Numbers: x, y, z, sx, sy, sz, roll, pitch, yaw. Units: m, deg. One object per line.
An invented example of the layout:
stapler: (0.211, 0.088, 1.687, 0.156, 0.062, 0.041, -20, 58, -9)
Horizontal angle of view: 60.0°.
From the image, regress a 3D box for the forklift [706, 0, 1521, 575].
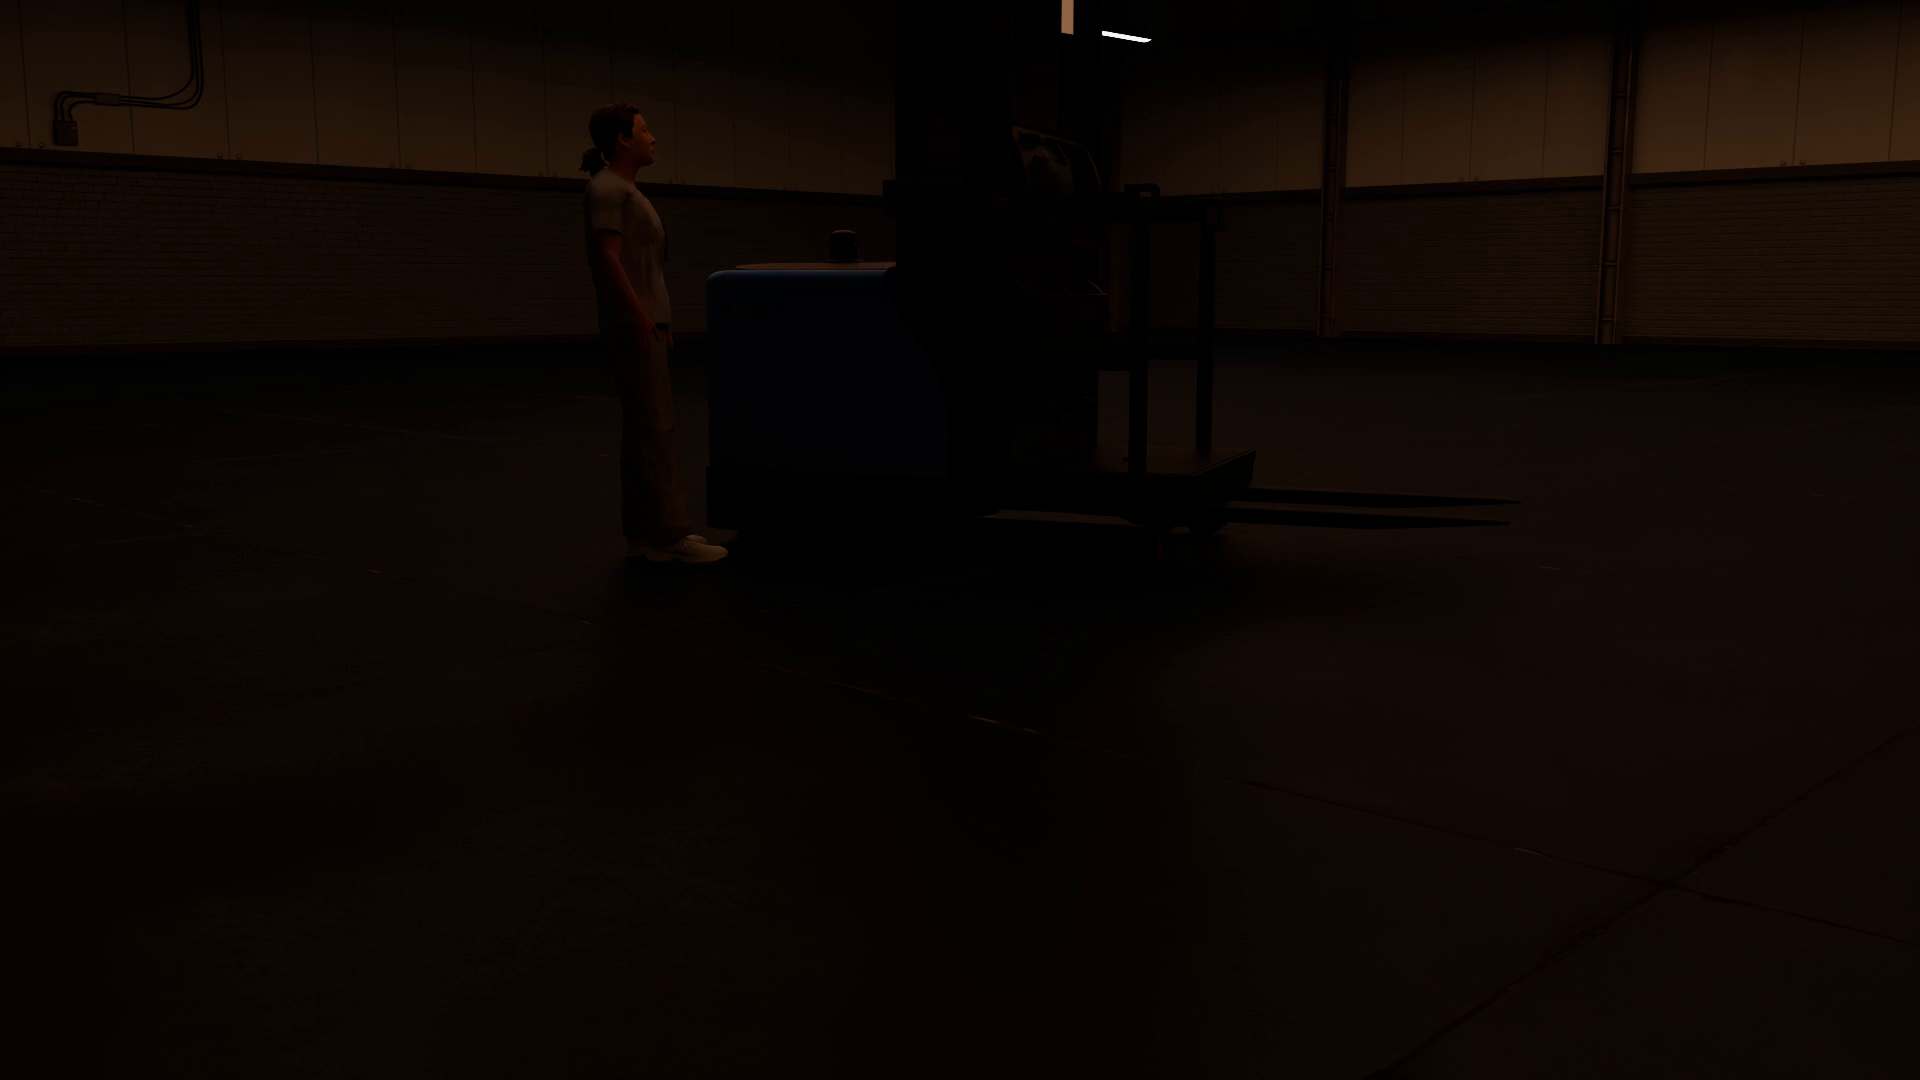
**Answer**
forklift: (0.565, -1.416, 6.275, 3.031, 2.935, 1.130, 3, 9, 22)

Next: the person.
person: (-1.129, -0.773, 6.174, 0.549, 1.676, 0.549, 0, 9, -2)
